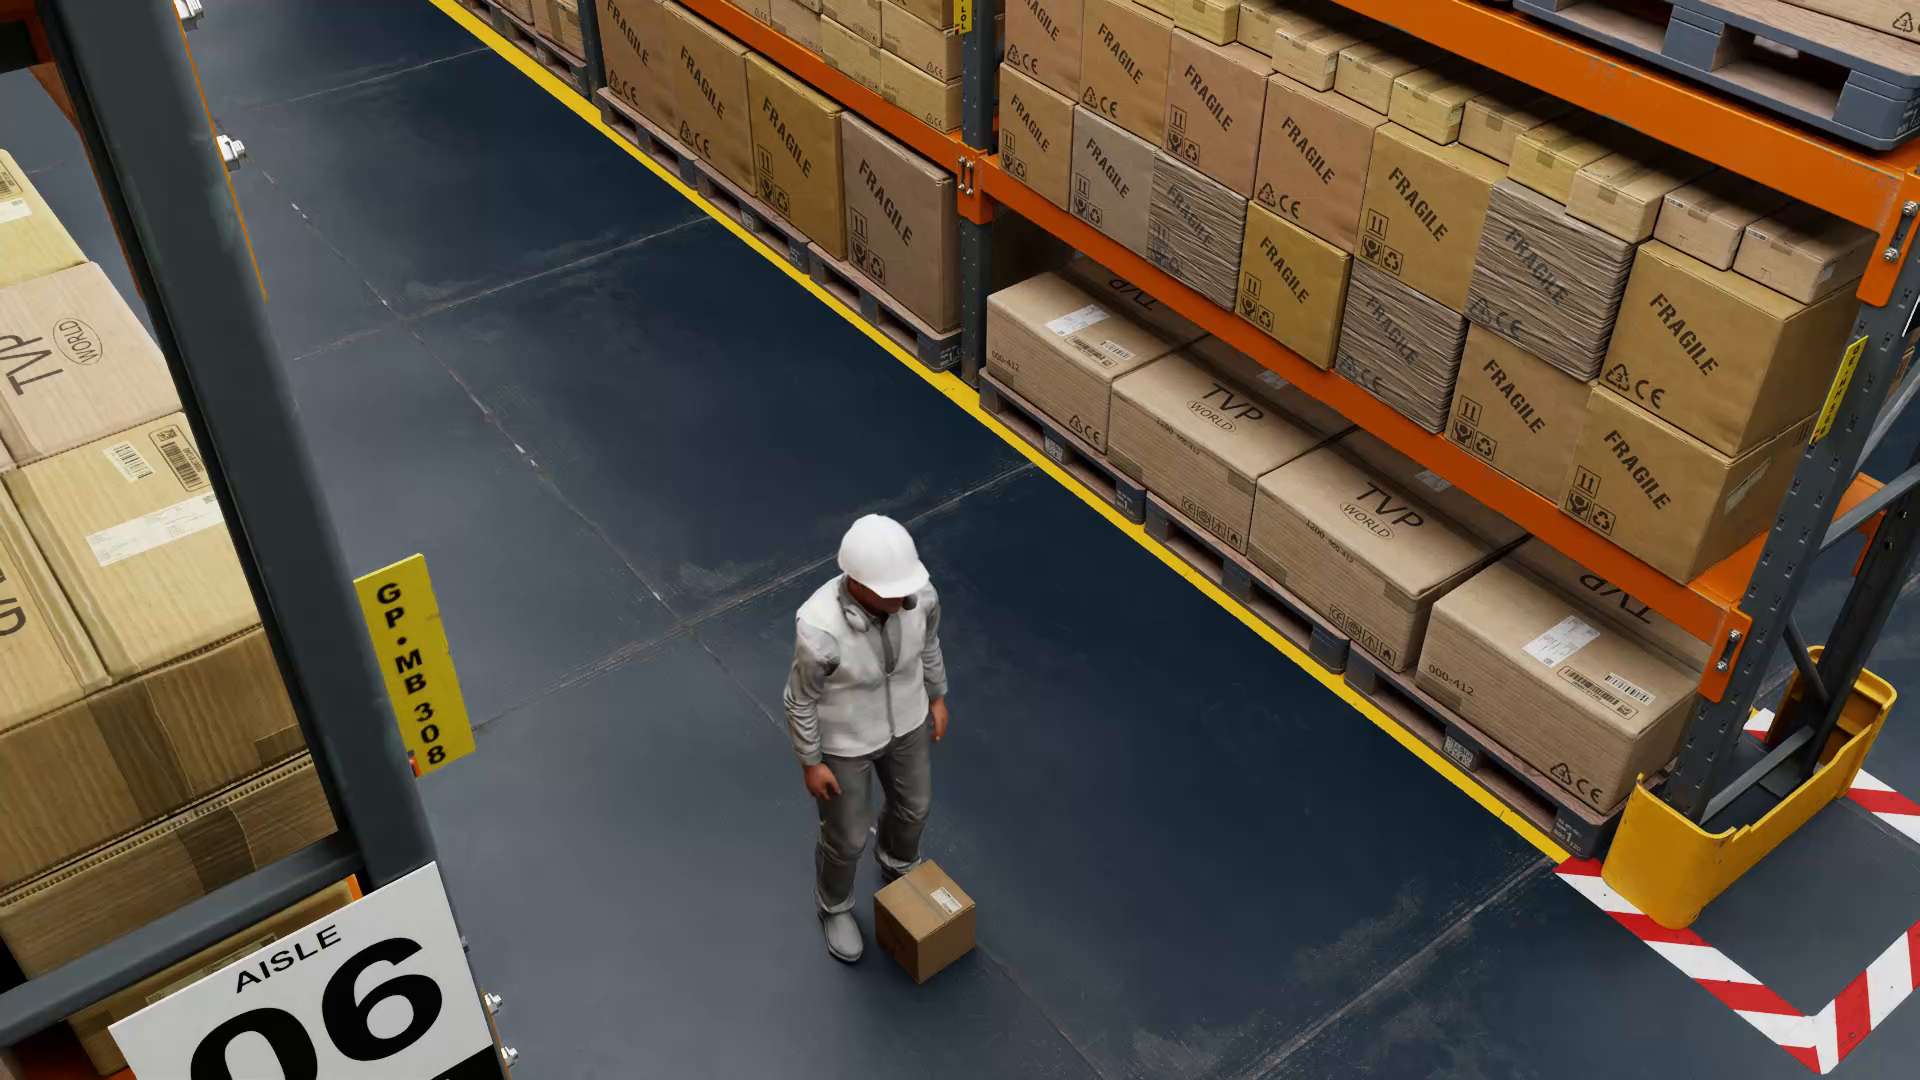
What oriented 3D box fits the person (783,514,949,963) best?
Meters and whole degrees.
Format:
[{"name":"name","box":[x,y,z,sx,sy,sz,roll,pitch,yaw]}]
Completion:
[{"name":"person","box":[-0.287,0.609,5.411,0.580,1.772,0.461,-26,47,-28]}]
